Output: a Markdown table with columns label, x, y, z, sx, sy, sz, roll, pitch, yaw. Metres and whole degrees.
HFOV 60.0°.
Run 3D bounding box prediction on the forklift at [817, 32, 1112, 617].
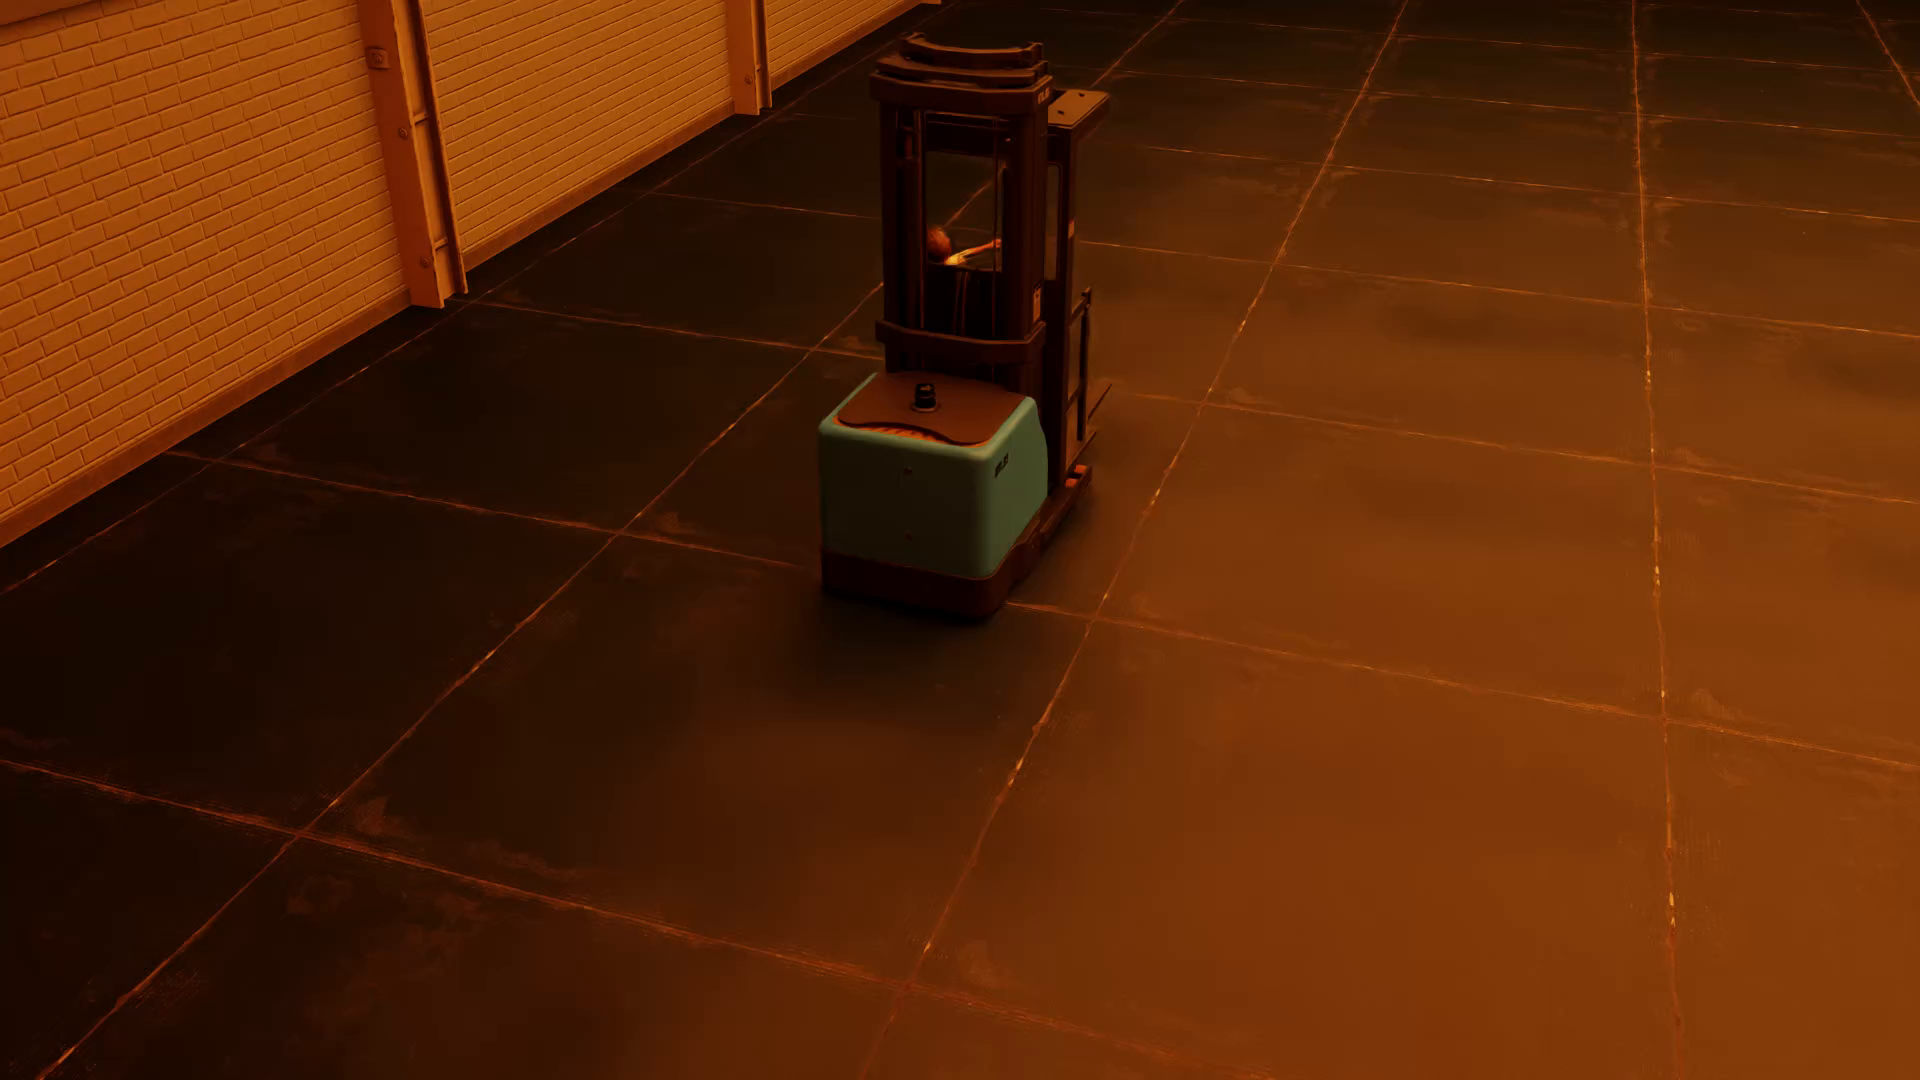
| label | x | y | z | sx | sy | sz | roll | pitch | yaw |
| --- | --- | --- | --- | --- | --- | --- | --- | --- | --- |
| forklift | 0.206 | -1.563 | 9.879 | 1.130 | 2.935 | 3.031 | 11 | 31 | 18 |

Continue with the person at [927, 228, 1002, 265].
| label | x | y | z | sx | sy | sz | roll | pitch | yaw |
| --- | --- | --- | --- | --- | --- | --- | --- | --- | --- |
| person | 0.118 | -1.421 | 11.133 | 0.784 | 1.415 | 0.749 | 14 | 32 | 23 |
